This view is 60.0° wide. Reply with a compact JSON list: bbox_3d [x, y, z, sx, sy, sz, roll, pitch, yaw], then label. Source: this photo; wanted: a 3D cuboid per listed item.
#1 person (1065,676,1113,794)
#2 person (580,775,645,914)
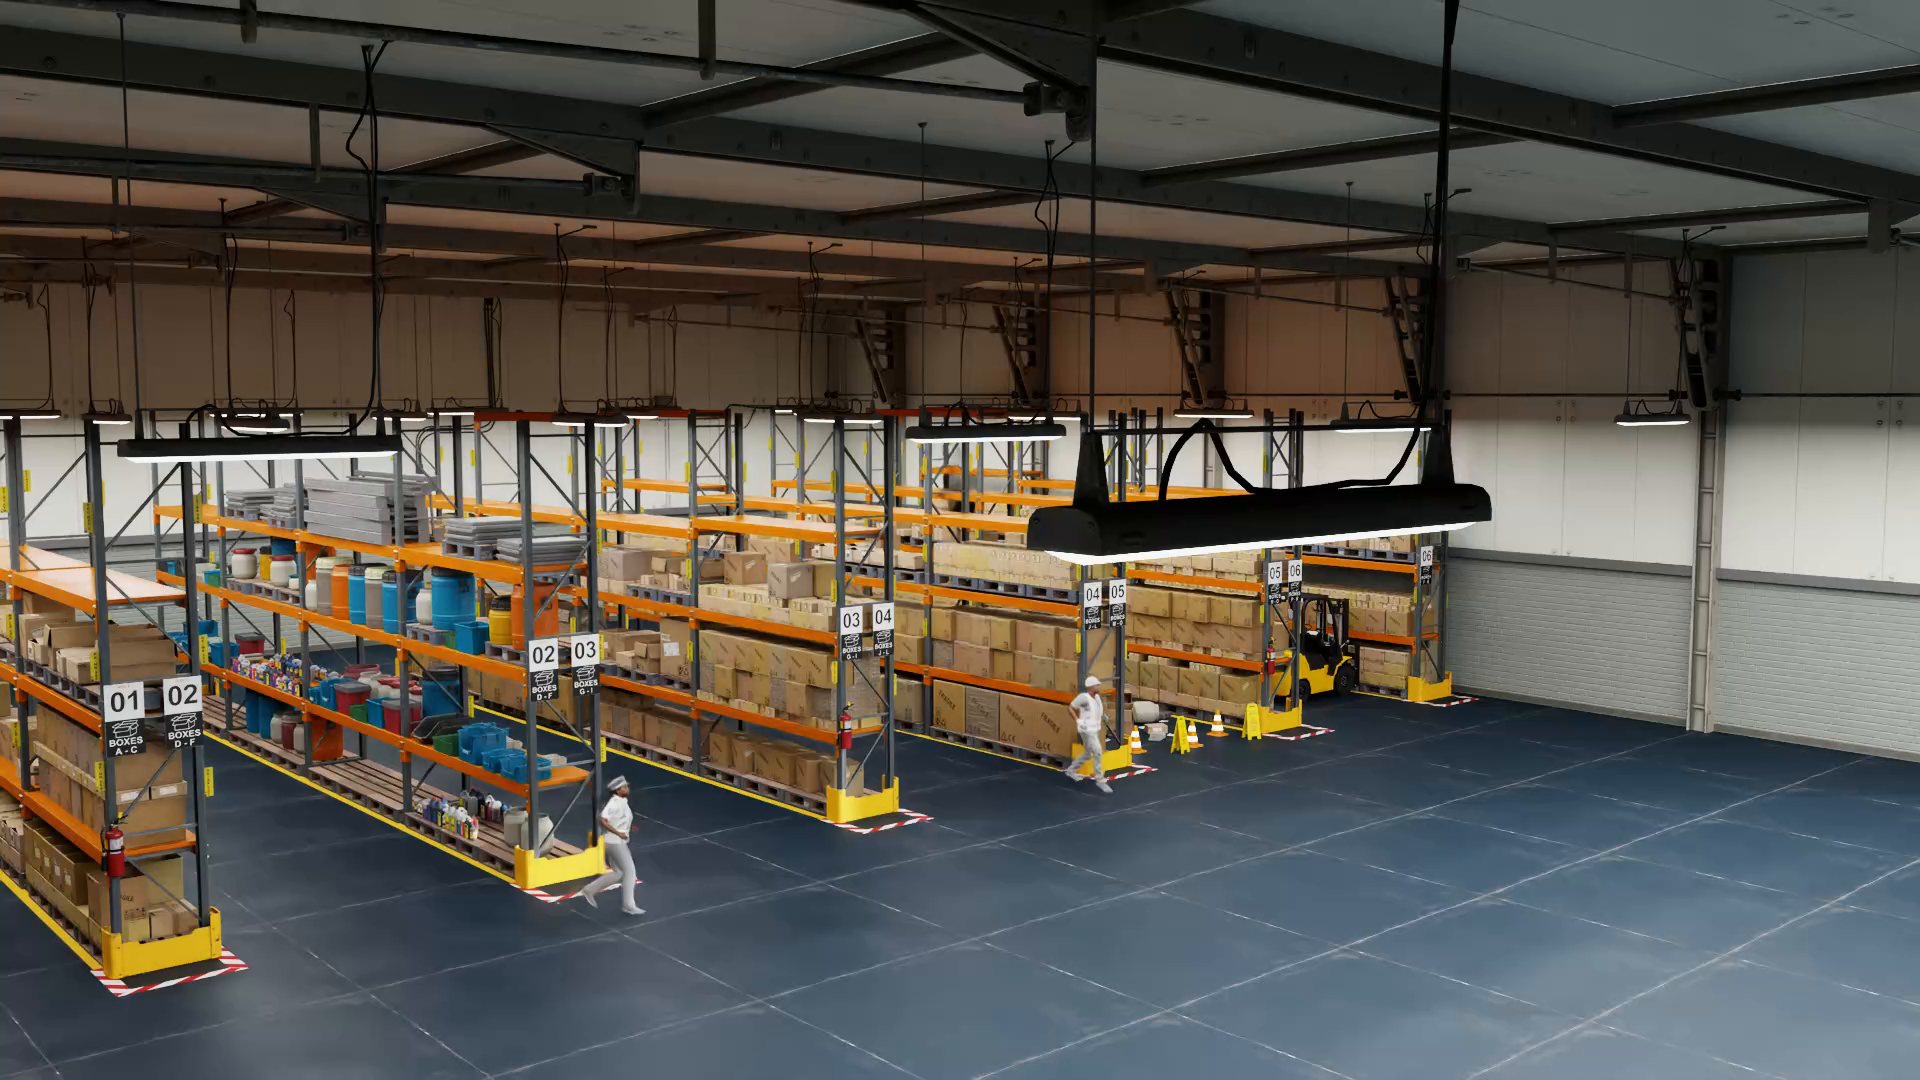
[{"bbox_3d":[2.123,3.091,26.765,0.957,1.798,0.690,3,6,28],"label":"person"},{"bbox_3d":[-4.247,3.733,20.431,0.776,1.686,0.617,0,5,-3],"label":"person"}]
